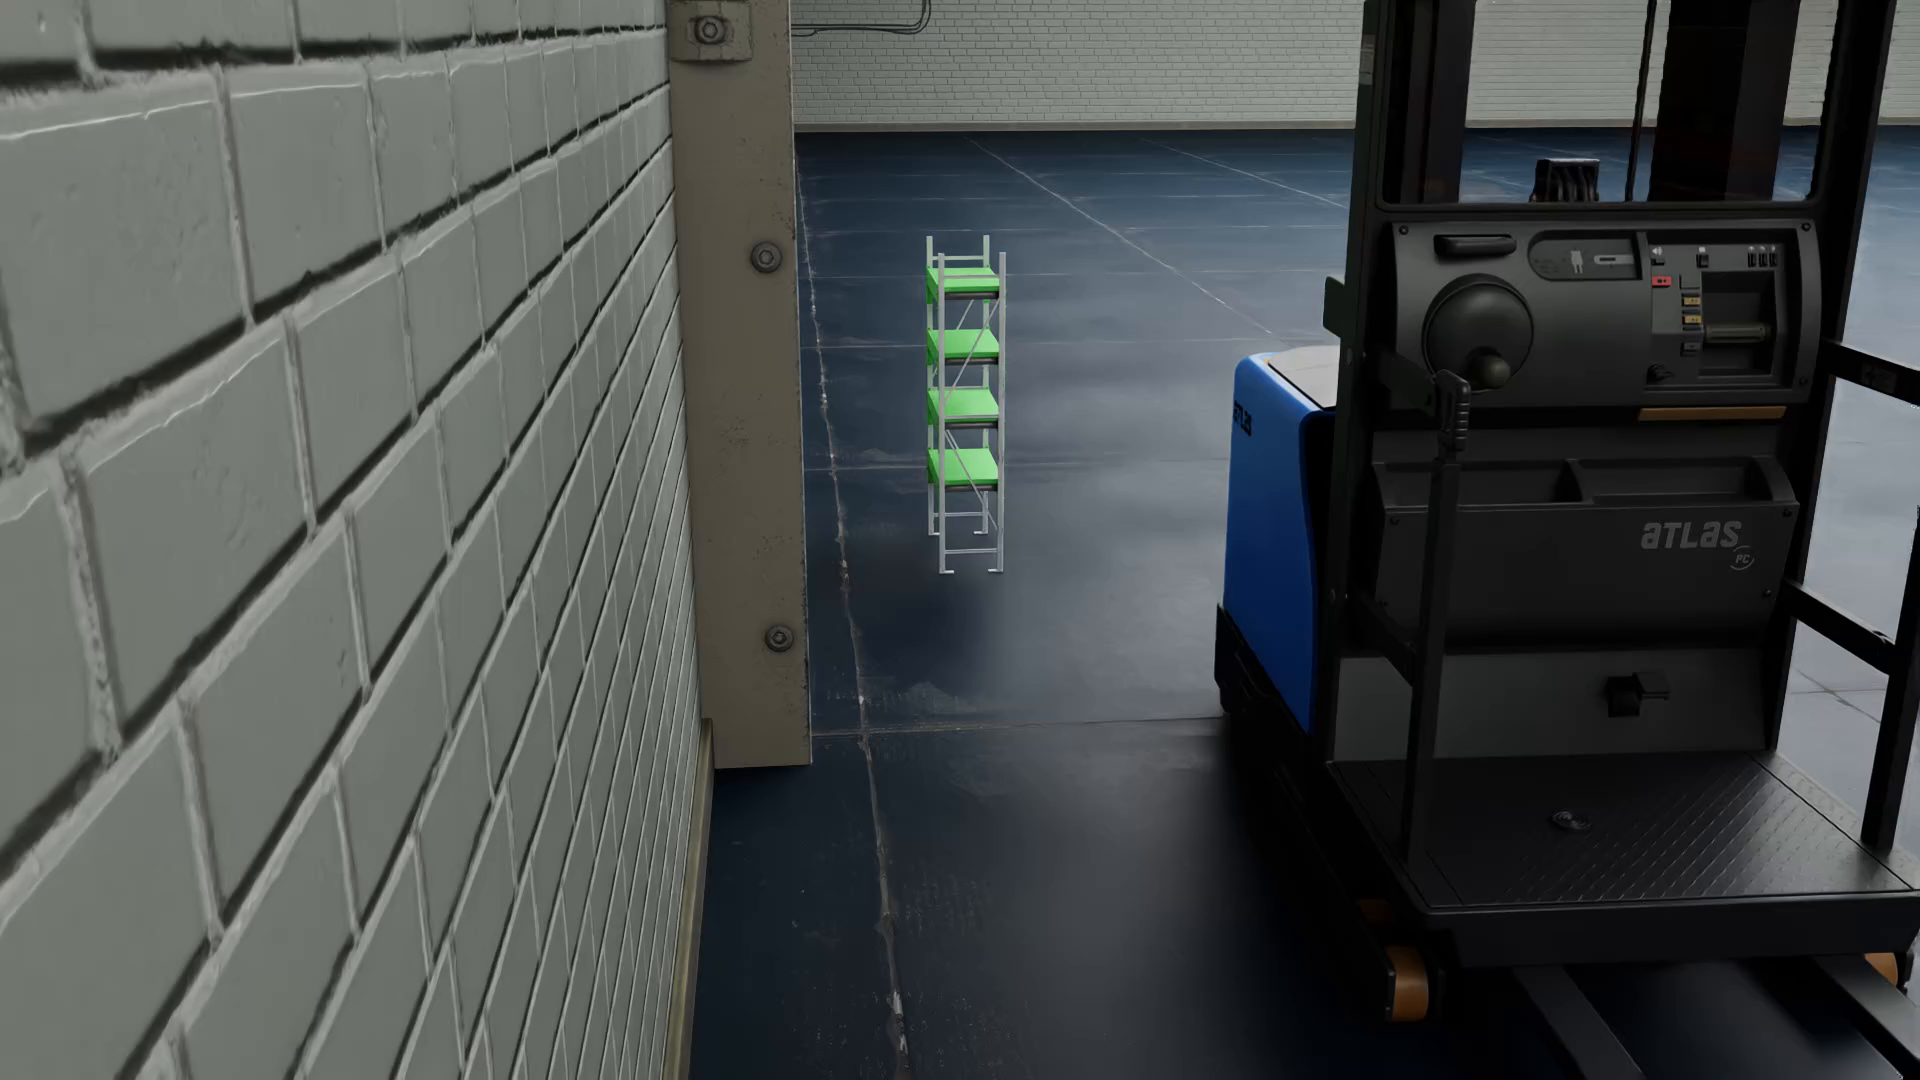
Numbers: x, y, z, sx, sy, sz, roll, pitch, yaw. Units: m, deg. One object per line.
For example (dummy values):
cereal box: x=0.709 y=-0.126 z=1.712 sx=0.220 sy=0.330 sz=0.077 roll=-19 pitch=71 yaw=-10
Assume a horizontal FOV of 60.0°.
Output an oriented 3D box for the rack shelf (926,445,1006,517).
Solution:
rack shelf: x=0.017 y=-0.233 z=6.431 sx=0.258 sy=0.148 sz=0.480 roll=-2 pitch=18 yaw=-6

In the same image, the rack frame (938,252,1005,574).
rack frame: x=0.042 y=-0.450 z=6.109 sx=0.240 sy=1.200 sz=0.015 roll=-2 pitch=18 yaw=-6

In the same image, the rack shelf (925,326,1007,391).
rack shelf: x=0.017 y=-0.691 z=6.288 sx=0.258 sy=0.148 sz=0.480 roll=-2 pitch=18 yaw=-6

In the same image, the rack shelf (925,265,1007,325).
rack shelf: x=0.017 y=-0.920 z=6.216 sx=0.258 sy=0.148 sz=0.480 roll=-2 pitch=18 yaw=-6

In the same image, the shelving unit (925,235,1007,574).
shelving unit: x=0.017 y=-0.523 z=6.340 sx=0.258 sy=1.200 sz=0.503 roll=-2 pitch=18 yaw=-6

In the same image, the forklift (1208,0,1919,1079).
forklift: x=1.390 y=-0.517 z=3.432 sx=1.130 sy=2.935 sz=3.031 roll=-1 pitch=17 yaw=-4

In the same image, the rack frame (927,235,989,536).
rack frame: x=-0.008 y=-0.596 z=6.572 sx=0.240 sy=1.200 sz=0.015 roll=-2 pitch=18 yaw=-6

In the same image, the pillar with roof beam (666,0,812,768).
pillar with roof beam: x=3.692 y=-3.851 z=3.921 sx=9.100 sy=9.000 sz=0.400 roll=-2 pitch=18 yaw=-6

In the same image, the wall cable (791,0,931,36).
wall cable: x=-2.054 y=-10.306 z=29.664 sx=3.097 sy=2.526 sz=0.112 roll=-2 pitch=18 yaw=-6

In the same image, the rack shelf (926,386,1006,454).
rack shelf: x=0.017 y=-0.462 z=6.359 sx=0.258 sy=0.148 sz=0.480 roll=-2 pitch=18 yaw=-6
